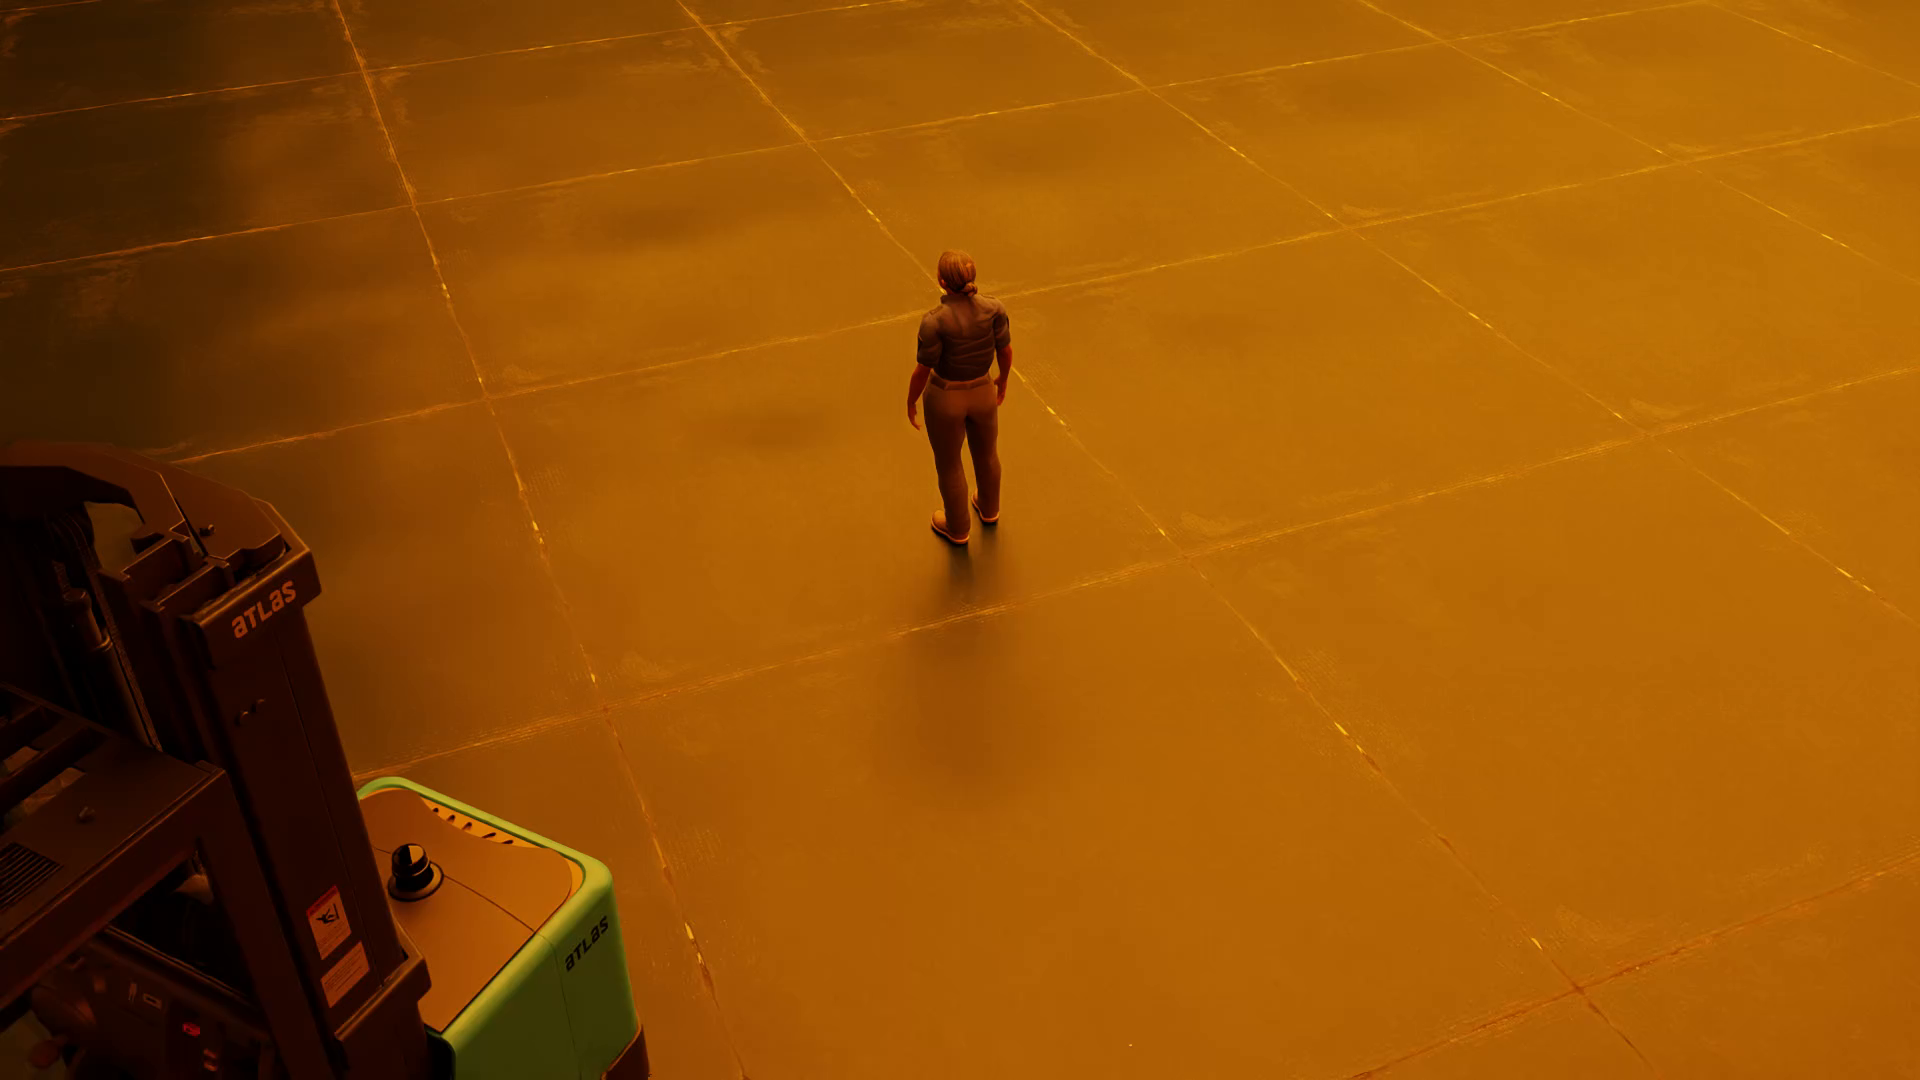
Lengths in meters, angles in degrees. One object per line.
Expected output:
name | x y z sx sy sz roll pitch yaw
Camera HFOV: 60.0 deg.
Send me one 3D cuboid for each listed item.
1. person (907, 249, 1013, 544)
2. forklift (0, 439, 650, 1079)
person | -0.016 -0.732 8.216 0.569 1.656 0.503 -14 38 -19
forklift | -2.223 1.351 4.198 1.130 2.935 3.031 17 39 22
